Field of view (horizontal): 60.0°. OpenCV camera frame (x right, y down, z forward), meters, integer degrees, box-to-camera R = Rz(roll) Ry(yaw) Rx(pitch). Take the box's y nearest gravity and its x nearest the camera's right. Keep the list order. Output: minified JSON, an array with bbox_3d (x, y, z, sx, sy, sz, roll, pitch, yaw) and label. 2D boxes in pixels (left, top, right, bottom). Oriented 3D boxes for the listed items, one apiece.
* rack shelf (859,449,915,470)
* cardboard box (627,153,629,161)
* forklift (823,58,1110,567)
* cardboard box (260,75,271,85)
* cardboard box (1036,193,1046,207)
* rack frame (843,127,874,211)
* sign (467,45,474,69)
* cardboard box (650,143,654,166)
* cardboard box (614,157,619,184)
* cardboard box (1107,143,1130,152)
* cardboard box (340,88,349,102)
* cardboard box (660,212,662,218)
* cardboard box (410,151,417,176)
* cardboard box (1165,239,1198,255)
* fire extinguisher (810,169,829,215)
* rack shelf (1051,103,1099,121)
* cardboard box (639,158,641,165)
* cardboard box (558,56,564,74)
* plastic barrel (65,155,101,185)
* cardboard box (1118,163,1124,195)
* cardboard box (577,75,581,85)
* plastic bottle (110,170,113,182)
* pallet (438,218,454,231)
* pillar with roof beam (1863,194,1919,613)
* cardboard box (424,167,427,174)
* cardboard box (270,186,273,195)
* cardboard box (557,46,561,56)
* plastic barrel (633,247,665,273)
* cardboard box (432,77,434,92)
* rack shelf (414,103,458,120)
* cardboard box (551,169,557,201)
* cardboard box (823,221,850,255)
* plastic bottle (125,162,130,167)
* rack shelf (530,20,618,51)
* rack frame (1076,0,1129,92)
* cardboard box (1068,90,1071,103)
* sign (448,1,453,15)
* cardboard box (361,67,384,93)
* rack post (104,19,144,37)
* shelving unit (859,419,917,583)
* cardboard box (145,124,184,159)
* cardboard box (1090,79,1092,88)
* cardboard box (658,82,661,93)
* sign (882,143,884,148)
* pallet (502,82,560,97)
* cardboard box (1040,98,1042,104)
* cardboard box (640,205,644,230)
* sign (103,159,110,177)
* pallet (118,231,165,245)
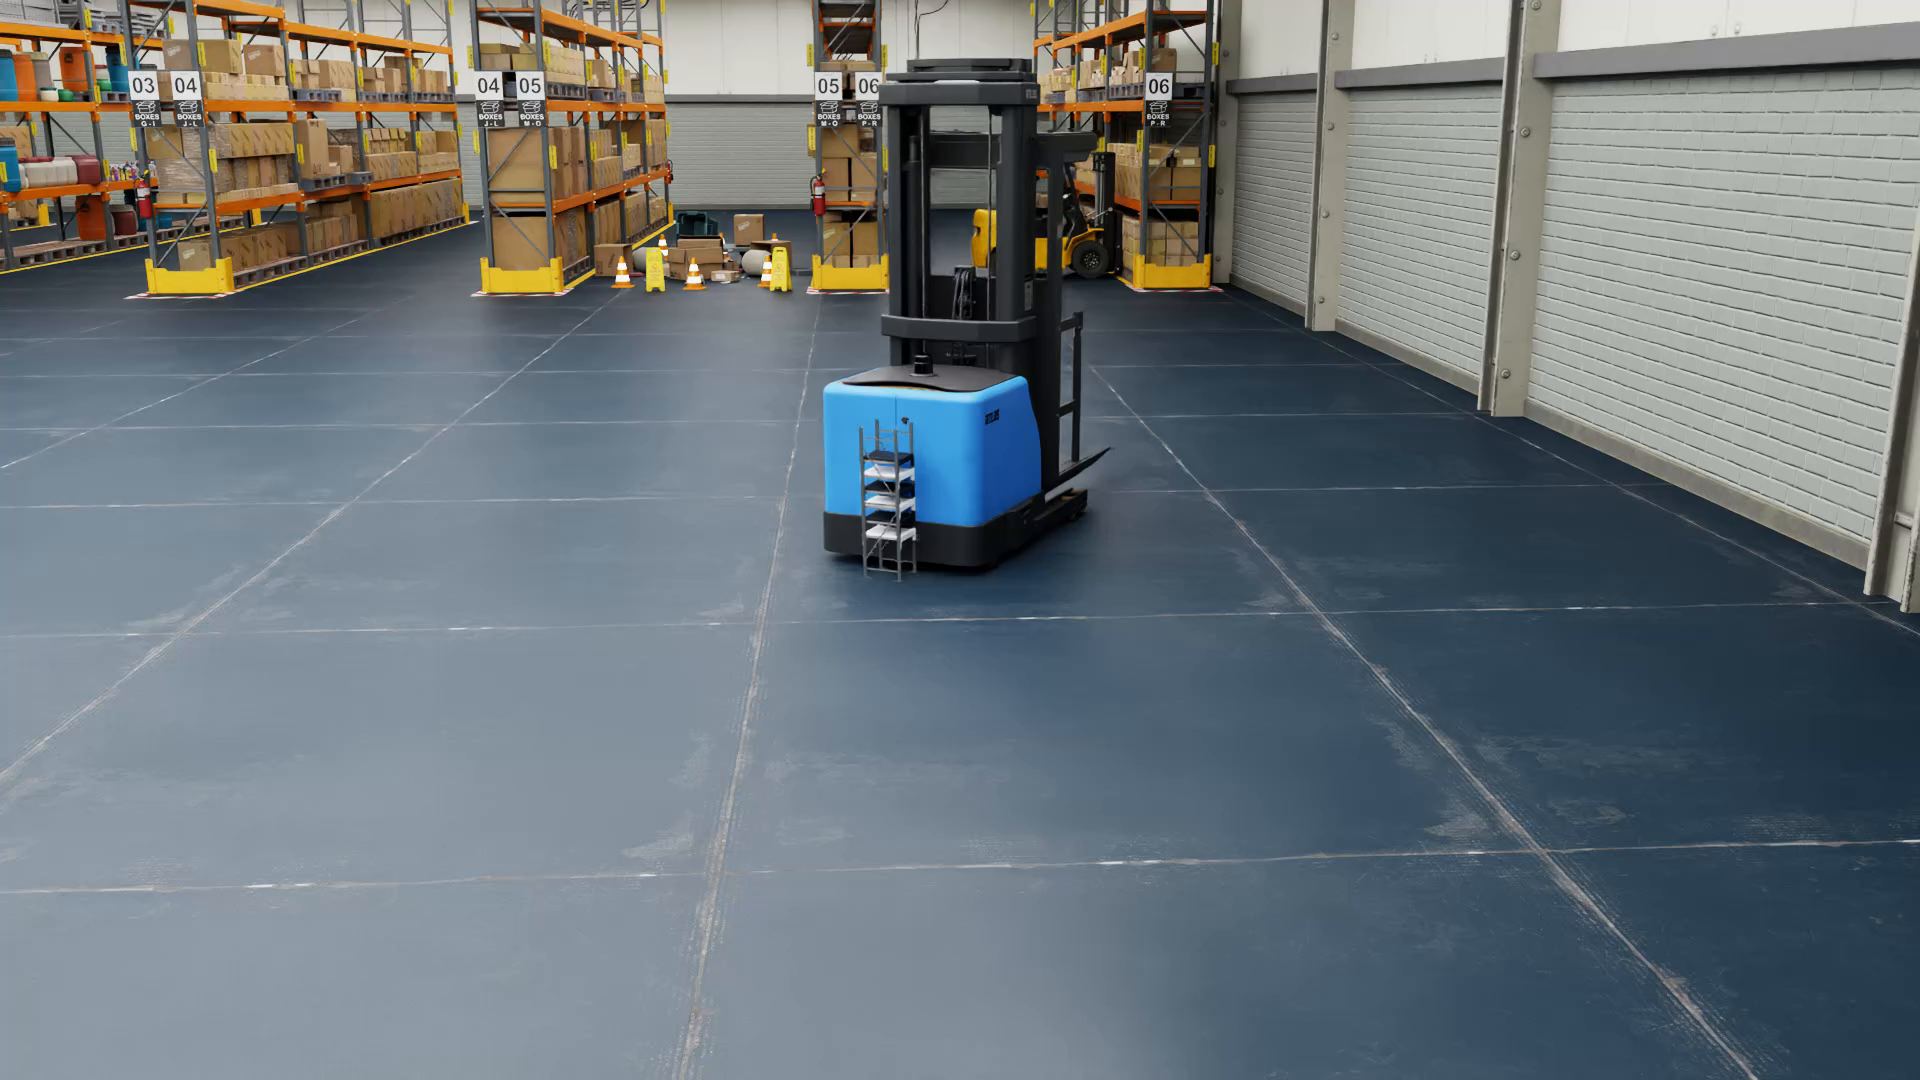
[{"bbox_3d":[-0.417,-0.453,9.515,0.258,0.077,0.200,6,18,23],"label":"rack shelf"},{"bbox_3d":[-7.010,-7.880,34.196,0.380,0.149,0.250,-1,14,-4],"label":"cardboard box"},{"bbox_3d":[0.216,-1.584,10.801,1.130,2.935,3.031,6,16,22],"label":"forklift"},{"bbox_3d":[-11.429,-7.464,26.996,0.380,0.149,0.250,-1,14,-5],"label":"cardboard box"},{"bbox_3d":[2.237,-8.220,40.621,0.797,0.503,0.637,-1,15,-6],"label":"cardboard box"},{"bbox_3d":[-2.165,-7.312,32.925,1.000,3.000,0.127,-1,14,-3],"label":"rack frame"},{"bbox_3d":[-7.146,-7.059,24.304,0.100,0.325,0.005,-1,14,-3],"label":"sign"},{"bbox_3d":[-7.164,-8.648,37.318,0.500,0.500,0.500,-1,14,-3],"label":"cardboard box"},{"bbox_3d":[-6.773,-7.027,31.616,0.500,0.500,0.500,-1,14,-3],"label":"cardboard box"},{"bbox_3d":[2.761,-6.817,28.903,0.380,0.149,0.250,-1,14,-2],"label":"cardboard box"},{"bbox_3d":[-11.737,-8.301,31.051,0.500,0.250,0.500,-1,14,-4],"label":"cardboard box"},{"bbox_3d":[-7.200,-7.642,39.086,0.380,0.149,0.250,-2,15,-6],"label":"cardboard box"},{"bbox_3d":[-12.002,-8.090,35.748,0.500,0.500,0.500,-1,14,-3],"label":"cardboard box"},{"bbox_3d":[3.463,-4.634,26.188,0.500,0.250,0.500,-1,14,-2],"label":"cardboard box"},{"bbox_3d":[-2.122,-5.249,25.063,0.296,0.674,0.183,-1,14,-3],"label":"fire extinguisher"},{"bbox_3d":[2.665,-8.991,34.875,1.077,0.370,4.000,-1,14,-3],"label":"rack shelf"},{"bbox_3d":[-7.125,-8.191,36.003,0.380,0.149,0.250,-1,14,-5],"label":"cardboard box"},{"bbox_3d":[-6.442,-7.372,25.800,0.500,0.250,0.500,-1,14,-4],"label":"cardboard box"},{"bbox_3d":[-16.668,-7.037,31.586,0.600,0.536,0.708,-1,14,-3],"label":"plastic barrel"},{"bbox_3d":[2.895,-5.948,27.423,0.500,0.500,0.500,-1,14,-3],"label":"cardboard box"},{"bbox_3d":[-6.476,-7.586,27.430,0.380,0.149,0.250,-1,14,-3],"label":"cardboard box"},{"bbox_3d":[-16.683,-7.162,32.600,0.097,0.271,0.097,0,14,0],"label":"plastic bottle"},{"bbox_3d":[-12.351,-7.298,38.466,1.003,0.211,1.213,-1,14,-3],"label":"pallet"},{"bbox_3d":[0.960,-3.949,7.816,9.100,9.000,0.400,-1,14,-3],"label":"pillar with roof beam"},{"bbox_3d":[-12.006,-8.176,36.787,0.380,0.149,0.250,-1,14,-5],"label":"cardboard box"},{"bbox_3d":[-11.529,-5.743,27.333,0.380,0.149,0.250,-1,14,-3],"label":"cardboard box"},{"bbox_3d":[-6.368,-7.530,25.615,0.380,0.149,0.250,-1,14,-4],"label":"cardboard box"},{"bbox_3d":[-5.250,-4.709,27.980,0.512,0.421,0.421,10,18,35],"label":"plastic barrel"},{"bbox_3d":[-12.471,-10.503,38.064,0.700,0.500,0.500,-2,15,-7],"label":"cardboard box"},{"bbox_3d":[-12.427,-9.755,37.845,1.077,0.370,4.000,-1,14,-3],"label":"rack shelf"},{"bbox_3d":[-6.727,-5.521,25.665,0.875,0.550,0.550,-1,14,-3],"label":"cardboard box"},{"bbox_3d":[-1.979,-4.752,26.147,0.500,0.500,0.500,-1,14,-3],"label":"cardboard box"},{"bbox_3d":[-16.939,-7.520,33.833,0.144,0.351,0.185,-1,14,-3],"label":"plastic bottle"},{"bbox_3d":[-6.975,-9.076,29.989,1.077,0.370,4.000,-1,14,-3],"label":"rack shelf"},{"bbox_3d":[2.789,-10.295,32.479,1.000,3.000,0.127,-1,14,-3],"label":"rack frame"},{"bbox_3d":[2.483,-9.018,33.838,0.500,0.250,0.500,-1,14,-3],"label":"cardboard box"},{"bbox_3d":[-12.009,-12.549,39.208,0.100,0.325,0.005,-1,14,-3],"label":"sign"},{"bbox_3d":[-12.203,-9.373,33.864,0.797,0.503,0.637,-1,14,-4],"label":"cardboard box"},{"bbox_3d":[-16.994,-10.239,33.265,0.937,0.300,0.954,1,14,3],"label":"rack post"},{"bbox_3d":[-0.413,-0.226,9.582,0.258,0.900,0.210,6,18,23],"label":"shelving unit"},{"bbox_3d":[-11.841,-5.979,24.940,0.500,0.500,0.500,-1,14,-3],"label":"cardboard box"},{"bbox_3d":[2.618,-8.438,30.743,0.380,0.149,0.250,-1,14,-4],"label":"cardboard box"},{"bbox_3d":[-7.279,-10.584,38.921,0.500,0.250,0.500,-1,14,-5],"label":"cardboard box"},{"bbox_3d":[-1.376,-6.747,28.990,0.100,0.325,0.005,-1,14,-3],"label":"sign"},{"bbox_3d":[-6.660,-6.815,25.151,1.003,0.211,1.213,-1,14,-3],"label":"pallet"},{"bbox_3d":[2.079,-10.244,38.807,0.380,0.149,0.250,-1,14,-3],"label":"cardboard box"},{"bbox_3d":[-7.018,-6.890,35.459,0.500,0.500,0.500,-1,14,-5],"label":"cardboard box"},{"bbox_3d":[-16.450,-7.172,32.052,0.100,0.325,0.005,-1,14,-3],"label":"sign"},{"bbox_3d":[-17.162,-6.230,34.316,1.003,0.211,1.213,-1,14,-3],"label":"pallet"}]
